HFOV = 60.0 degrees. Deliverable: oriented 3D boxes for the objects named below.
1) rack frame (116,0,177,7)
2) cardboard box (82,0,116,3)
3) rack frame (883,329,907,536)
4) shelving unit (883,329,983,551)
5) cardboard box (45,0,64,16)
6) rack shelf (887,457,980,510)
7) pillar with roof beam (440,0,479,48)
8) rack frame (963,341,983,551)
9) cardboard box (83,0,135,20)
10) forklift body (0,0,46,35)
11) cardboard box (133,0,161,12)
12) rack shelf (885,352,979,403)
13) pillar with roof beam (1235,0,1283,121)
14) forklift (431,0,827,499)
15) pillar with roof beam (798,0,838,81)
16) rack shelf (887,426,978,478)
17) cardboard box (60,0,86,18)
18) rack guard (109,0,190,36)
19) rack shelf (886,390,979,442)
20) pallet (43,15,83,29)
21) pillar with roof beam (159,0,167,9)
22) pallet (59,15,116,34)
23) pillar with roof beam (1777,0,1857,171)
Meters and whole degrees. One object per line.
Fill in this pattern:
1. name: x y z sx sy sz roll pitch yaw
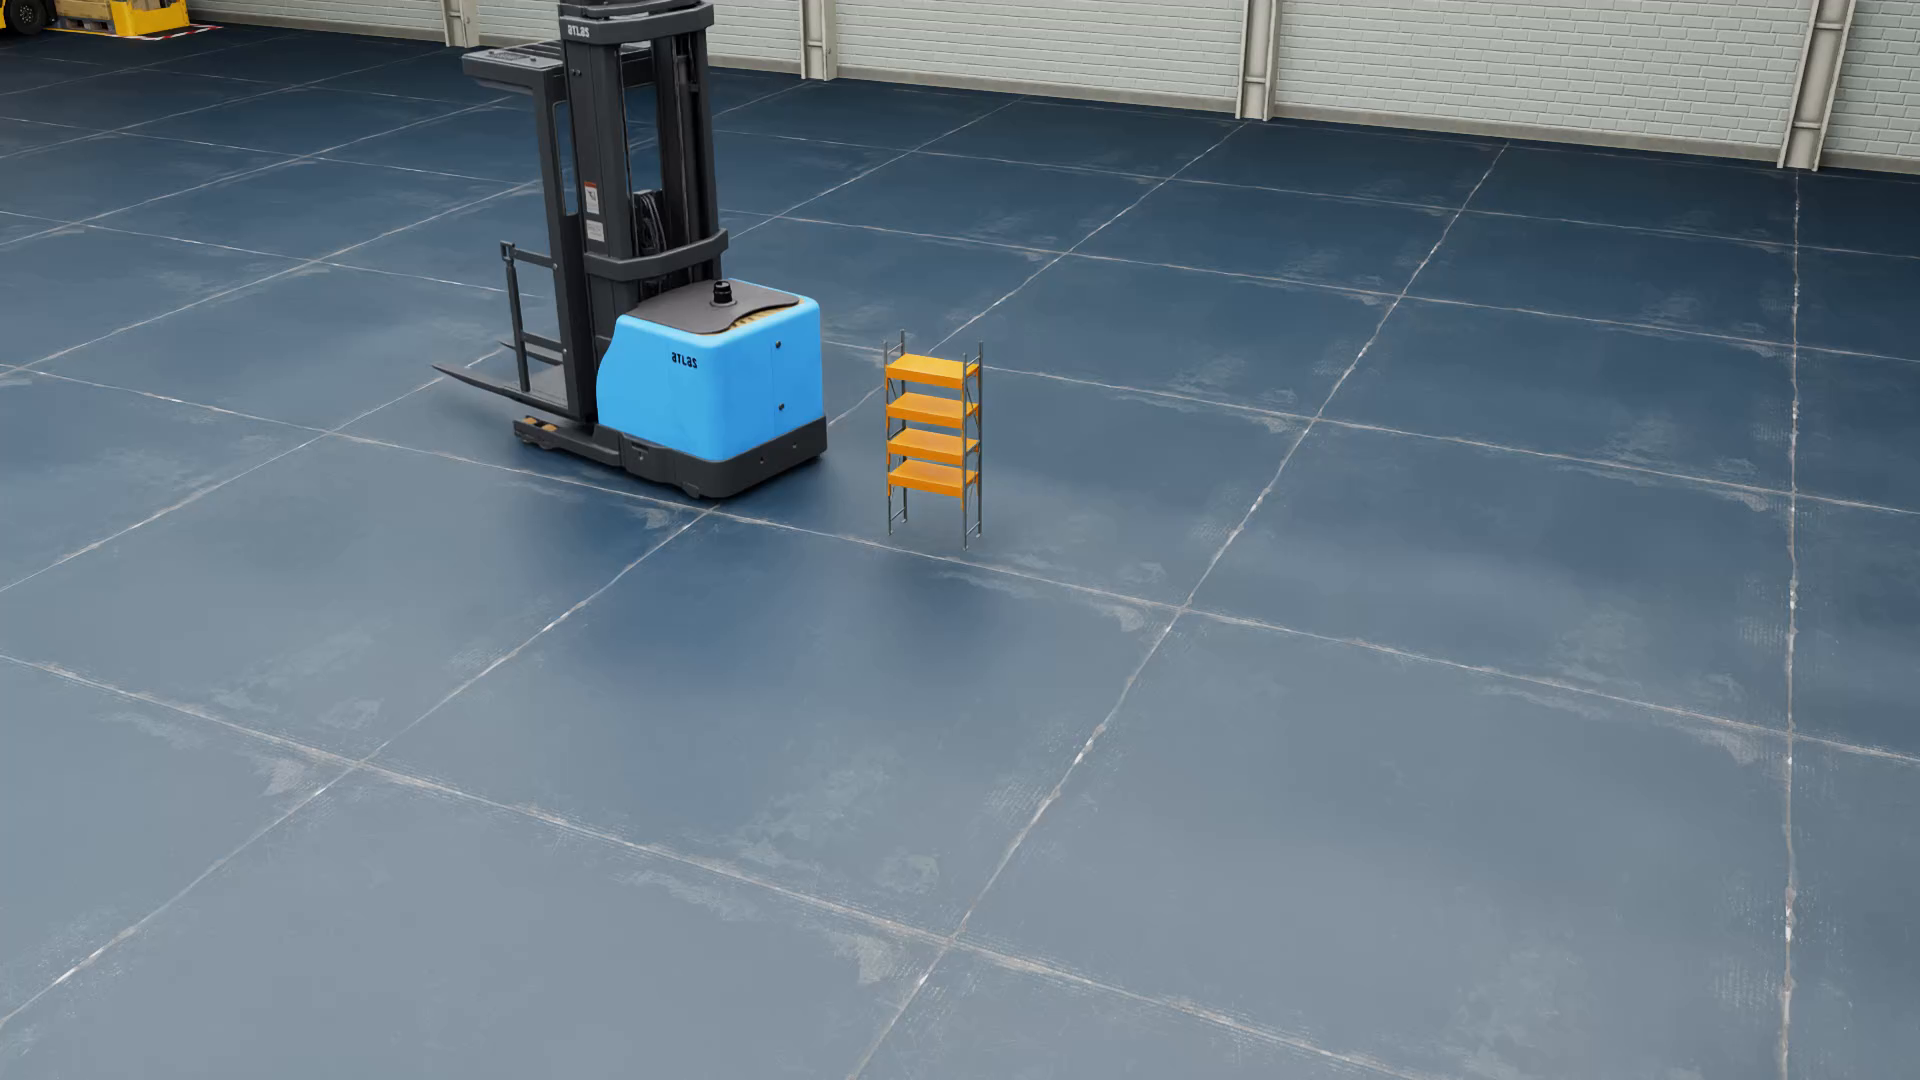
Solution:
1. rack frame: -12.553 -9.277 25.197 0.127 3.000 1.000 11 28 22
2. cardboard box: -13.125 -8.420 25.527 0.500 0.250 0.500 11 28 21
3. rack frame: -0.373 -0.613 9.637 0.015 1.200 0.240 11 28 22
4. shelving unit: -0.151 -0.569 9.546 0.503 1.200 0.258 11 28 22
5. cardboard box: -14.012 -8.381 26.014 0.500 0.250 0.500 12 29 22
6. rack shelf: -0.151 -0.330 9.664 0.480 0.148 0.258 11 28 22
7. pillar with roof beam: -9.134 -9.630 19.123 0.400 9.000 9.100 11 28 22
8. rack frame: 0.071 -0.524 9.456 0.015 1.200 0.240 11 28 22
9. cardboard box: -13.111 -8.191 25.628 0.500 0.250 0.500 12 28 22
10. forklift body: -15.034 -8.510 24.599 1.214 2.155 2.313 11 28 22
11. cardboard box: -12.919 -8.400 26.054 0.500 0.250 0.500 11 28 22
12. rack shelf: -0.151 -0.921 9.373 0.480 0.148 0.258 11 28 22
13. pillar with roof beam: 1.790 -7.436 14.666 0.400 9.000 9.100 11 28 22
14. forklift: -2.343 -2.074 10.644 3.031 2.935 1.130 18 32 33
15. pillar with roof beam: -3.672 -8.533 16.894 0.400 9.000 9.100 11 28 22
16. rack shelf: -0.151 -0.508 9.576 0.480 0.148 0.258 11 28 22
17. cardboard box: -13.560 -8.286 25.821 0.500 0.250 0.500 11 28 22
18. rack guard: -12.531 -8.151 25.740 0.348 0.500 1.175 11 28 22
19. rack shelf: -0.151 -0.709 9.477 0.480 0.148 0.258 11 28 22
20. pallet: -14.373 -8.373 26.517 1.213 0.211 1.003 11 28 22
21. pillar with roof beam: -14.596 -10.727 21.351 0.400 9.000 9.100 11 28 22
22. pallet: -13.266 -8.149 26.063 1.213 0.211 1.003 11 28 22
23. pillar with roof beam: 7.252 -6.339 12.438 0.400 9.000 9.100 11 28 22
